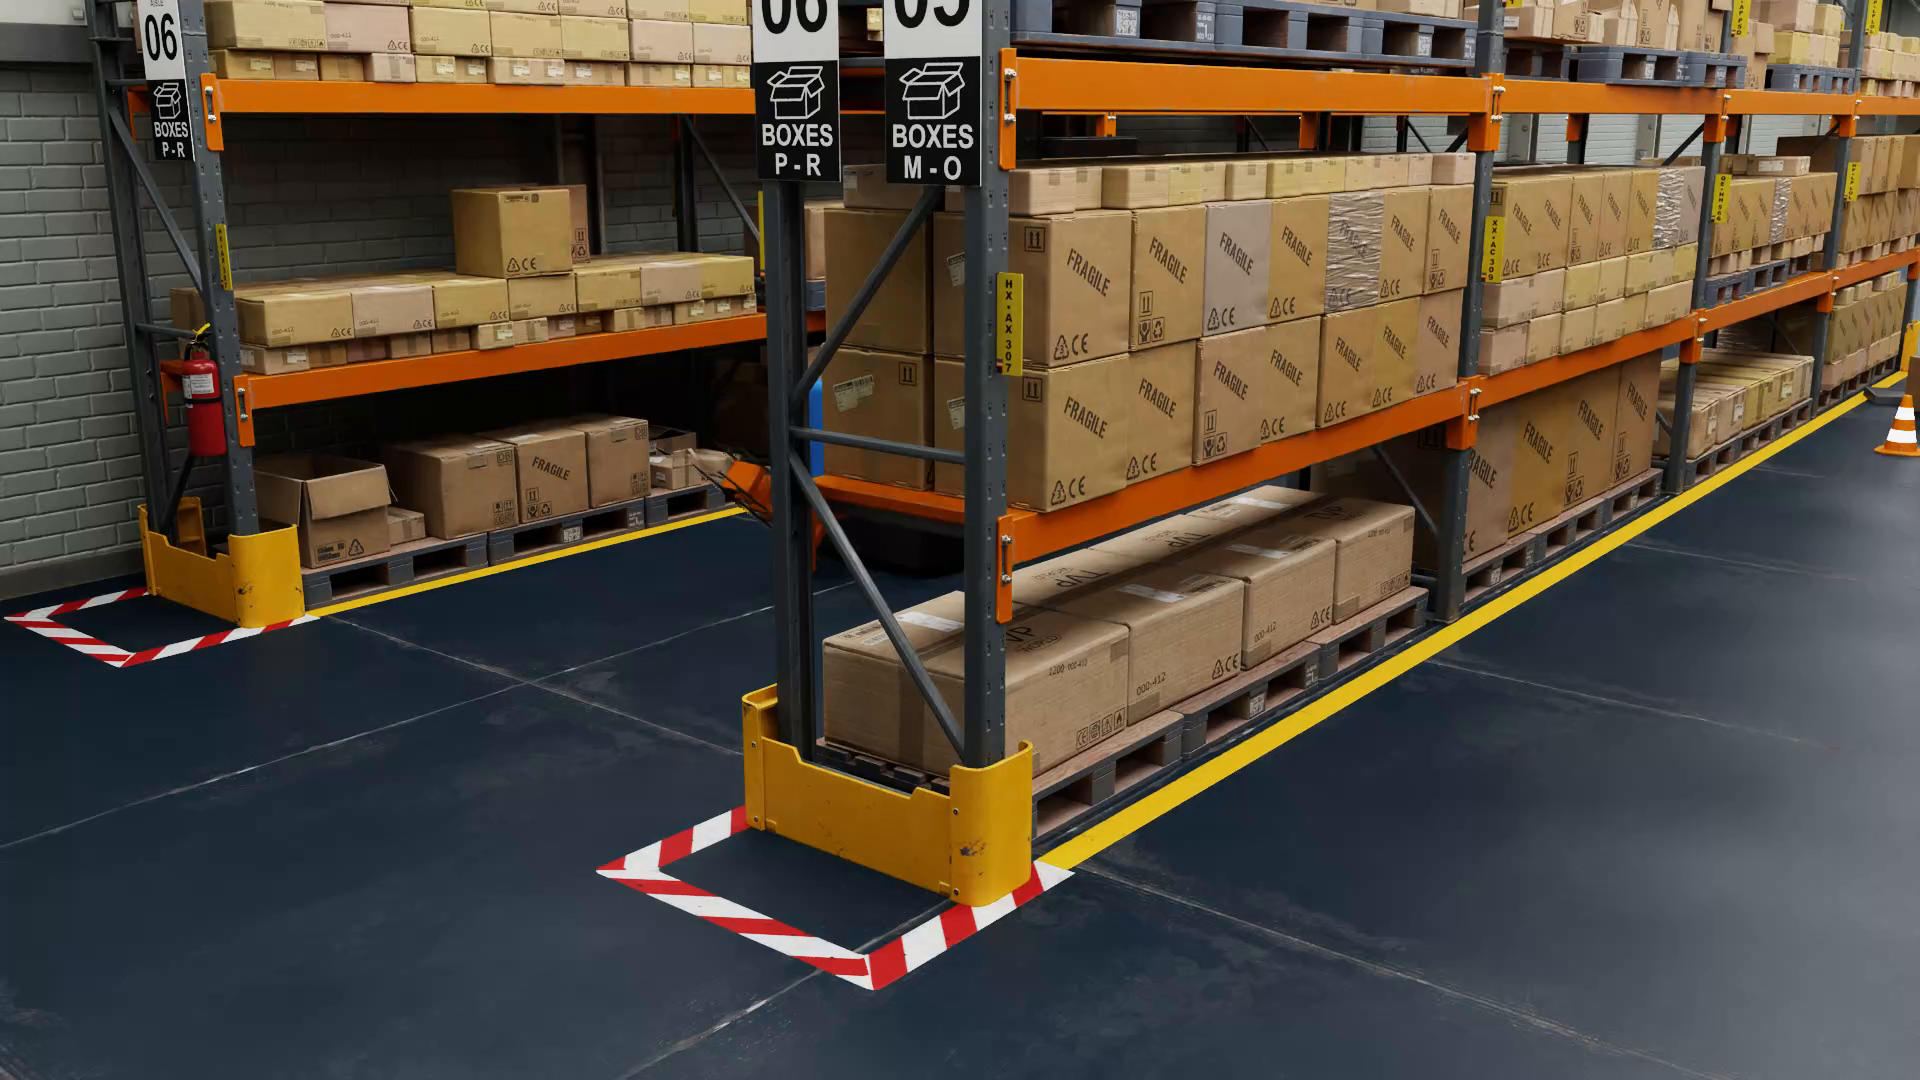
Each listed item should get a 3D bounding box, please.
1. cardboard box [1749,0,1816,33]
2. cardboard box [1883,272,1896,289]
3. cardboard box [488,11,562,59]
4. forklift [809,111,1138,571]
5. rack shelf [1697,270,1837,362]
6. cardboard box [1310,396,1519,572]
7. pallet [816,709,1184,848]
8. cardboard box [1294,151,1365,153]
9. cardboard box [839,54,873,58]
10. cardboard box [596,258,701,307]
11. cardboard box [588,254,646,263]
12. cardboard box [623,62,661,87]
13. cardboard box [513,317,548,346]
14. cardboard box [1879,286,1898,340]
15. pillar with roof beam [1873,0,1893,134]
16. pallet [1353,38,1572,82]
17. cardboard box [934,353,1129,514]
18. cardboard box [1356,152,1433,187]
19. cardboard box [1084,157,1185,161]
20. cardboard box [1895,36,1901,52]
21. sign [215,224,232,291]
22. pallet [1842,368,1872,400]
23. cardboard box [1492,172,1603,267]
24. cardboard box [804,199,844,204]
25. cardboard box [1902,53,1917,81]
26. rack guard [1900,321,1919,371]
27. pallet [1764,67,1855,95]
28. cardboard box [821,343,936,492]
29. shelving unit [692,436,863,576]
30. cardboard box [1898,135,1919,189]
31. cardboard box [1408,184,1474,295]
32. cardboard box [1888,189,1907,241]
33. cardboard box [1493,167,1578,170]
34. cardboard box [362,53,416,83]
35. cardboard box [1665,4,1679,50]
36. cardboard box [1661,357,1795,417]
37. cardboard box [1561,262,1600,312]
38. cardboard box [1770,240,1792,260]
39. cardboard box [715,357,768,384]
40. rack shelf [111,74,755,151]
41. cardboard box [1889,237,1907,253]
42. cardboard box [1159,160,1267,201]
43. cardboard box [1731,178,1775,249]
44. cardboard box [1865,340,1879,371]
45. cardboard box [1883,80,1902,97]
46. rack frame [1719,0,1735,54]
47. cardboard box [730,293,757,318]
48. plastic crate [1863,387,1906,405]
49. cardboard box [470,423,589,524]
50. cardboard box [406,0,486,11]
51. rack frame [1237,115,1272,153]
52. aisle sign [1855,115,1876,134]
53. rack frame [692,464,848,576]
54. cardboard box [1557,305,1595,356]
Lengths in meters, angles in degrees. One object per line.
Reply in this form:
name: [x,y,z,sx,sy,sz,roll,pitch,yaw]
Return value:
cardboard box: [6.384,-4.116,13.076,0.500,0.250,0.500,12,18,38]
cardboard box: [9.148,-2.611,16.699,0.380,0.149,0.250,12,18,38]
cardboard box: [-2.698,-2.955,9.770,0.500,0.250,0.500,11,18,37]
forklift: [0.427,-1.533,10.704,1.130,2.935,3.031,13,19,41]
rack shelf: [6.016,-1.887,13.418,1.077,0.370,4.000,11,18,38]
cardboard box: [2.573,-0.391,9.532,0.875,0.875,0.875,12,19,39]
pallet: [0.173,0.866,6.785,1.003,0.211,1.213,11,18,38]
cardboard box: [1.845,-1.913,8.511,0.380,0.149,0.250,11,18,37]
cardboard box: [-0.872,-3.714,12.512,0.380,0.149,0.250,11,18,36]
cardboard box: [-2.051,-1.692,10.890,0.500,0.250,0.500,11,18,38]
cardboard box: [-2.449,-1.775,11.218,0.500,0.250,0.500,11,18,37]
cardboard box: [-2.104,-2.928,10.475,0.380,0.149,0.250,11,18,37]
cardboard box: [-2.714,-1.279,10.075,0.380,0.149,0.250,12,18,39]
cardboard box: [9.161,-2.324,16.889,0.500,0.500,0.500,12,19,40]
pillar with roof beam: [26.989,-12.144,40.152,9.100,9.000,0.400,11,18,38]
pallet: [2.783,-2.630,9.182,0.805,0.209,1.217,10,18,35]
cardboard box: [0.256,-0.416,5.965,0.500,0.500,0.500,11,18,37]
cardboard box: [2.049,-1.792,8.032,0.380,0.149,0.250,12,18,39]
cardboard box: [0.740,-1.567,7.150,0.380,0.149,0.250,12,19,39]
cardboard box: [8.501,-4.604,15.454,0.380,0.149,0.250,11,18,37]
sign: [-3.710,-1.423,8.375,0.100,0.325,0.005,11,18,38]
pallet: [8.435,-1.635,16.632,1.003,0.211,1.213,11,18,38]
cardboard box: [3.361,-1.856,9.604,0.500,0.500,0.500,11,18,36]
cardboard box: [-0.814,-2.263,12.382,0.700,0.500,0.500,12,18,38]
cardboard box: [8.720,-4.477,15.761,0.500,0.250,0.500,11,18,38]
rack guard: [9.740,-2.158,18.103,1.175,0.500,0.348,11,18,38]
pallet: [6.803,-3.879,14.090,1.213,0.211,1.003,11,18,38]
cardboard box: [-0.171,-0.502,6.303,0.500,0.500,0.500,11,18,38]
shelving unit: [-1.022,-0.180,9.462,0.258,0.189,1.200,13,-20,42]
cardboard box: [9.072,-3.720,16.338,0.700,0.500,0.500,11,18,37]
cardboard box: [2.164,-1.486,8.147,0.500,0.500,0.500,11,18,37]
cardboard box: [9.025,-3.240,16.477,0.500,0.500,0.500,11,18,37]
cardboard box: [3.618,-2.135,10.703,0.500,0.500,0.500,12,18,39]
cardboard box: [-3.195,-2.577,9.094,0.380,0.149,0.250,12,18,39]
cardboard box: [4.166,-3.126,10.166,0.396,0.266,0.258,11,18,36]
cardboard box: [6.497,-1.309,14.168,0.950,0.372,0.625,13,19,41]
cardboard box: [3.385,-1.493,9.697,0.500,0.250,0.500,12,18,38]
cardboard box: [6.512,-2.366,13.500,0.380,0.149,0.250,11,18,37]
cardboard box: [-1.611,-1.275,12.456,0.380,0.149,0.250,10,18,35]
rack shelf: [-2.875,-2.576,10.039,1.077,0.370,4.000,11,18,38]
cardboard box: [9.330,-2.992,16.820,0.380,0.149,0.250,12,18,39]
cardboard box: [0.997,-1.439,6.643,0.380,0.149,0.250,11,18,38]
cardboard box: [5.873,-2.502,12.721,0.500,0.500,0.500,12,18,38]
cardboard box: [8.832,-1.860,16.583,0.500,0.250,0.500,10,18,36]
cardboard box: [8.539,-4.205,15.503,0.380,0.149,0.250,11,18,36]
rack frame: [4.759,-4.760,11.083,1.000,3.000,0.127,11,18,38]
cardboard box: [-1.622,-1.632,11.464,0.380,0.149,0.250,12,18,38]
plastic crate: [8.898,-1.377,15.881,0.402,0.080,0.583,5,15,18]
cardboard box: [-2.696,-0.425,10.429,0.500,0.500,0.500,12,18,39]
cardboard box: [-3.018,-3.094,9.303,0.500,0.250,0.500,11,18,37]
rack frame: [3.410,-3.386,17.858,1.000,3.000,0.127,11,18,38]
aisle sign: [9.585,-4.704,17.768,0.394,0.787,0.004,11,18,38]
rack frame: [-1.062,-0.102,9.439,0.240,0.006,1.200,13,-20,42]
cardboard box: [3.386,-1.252,9.763,0.500,0.250,0.500,11,18,37]
